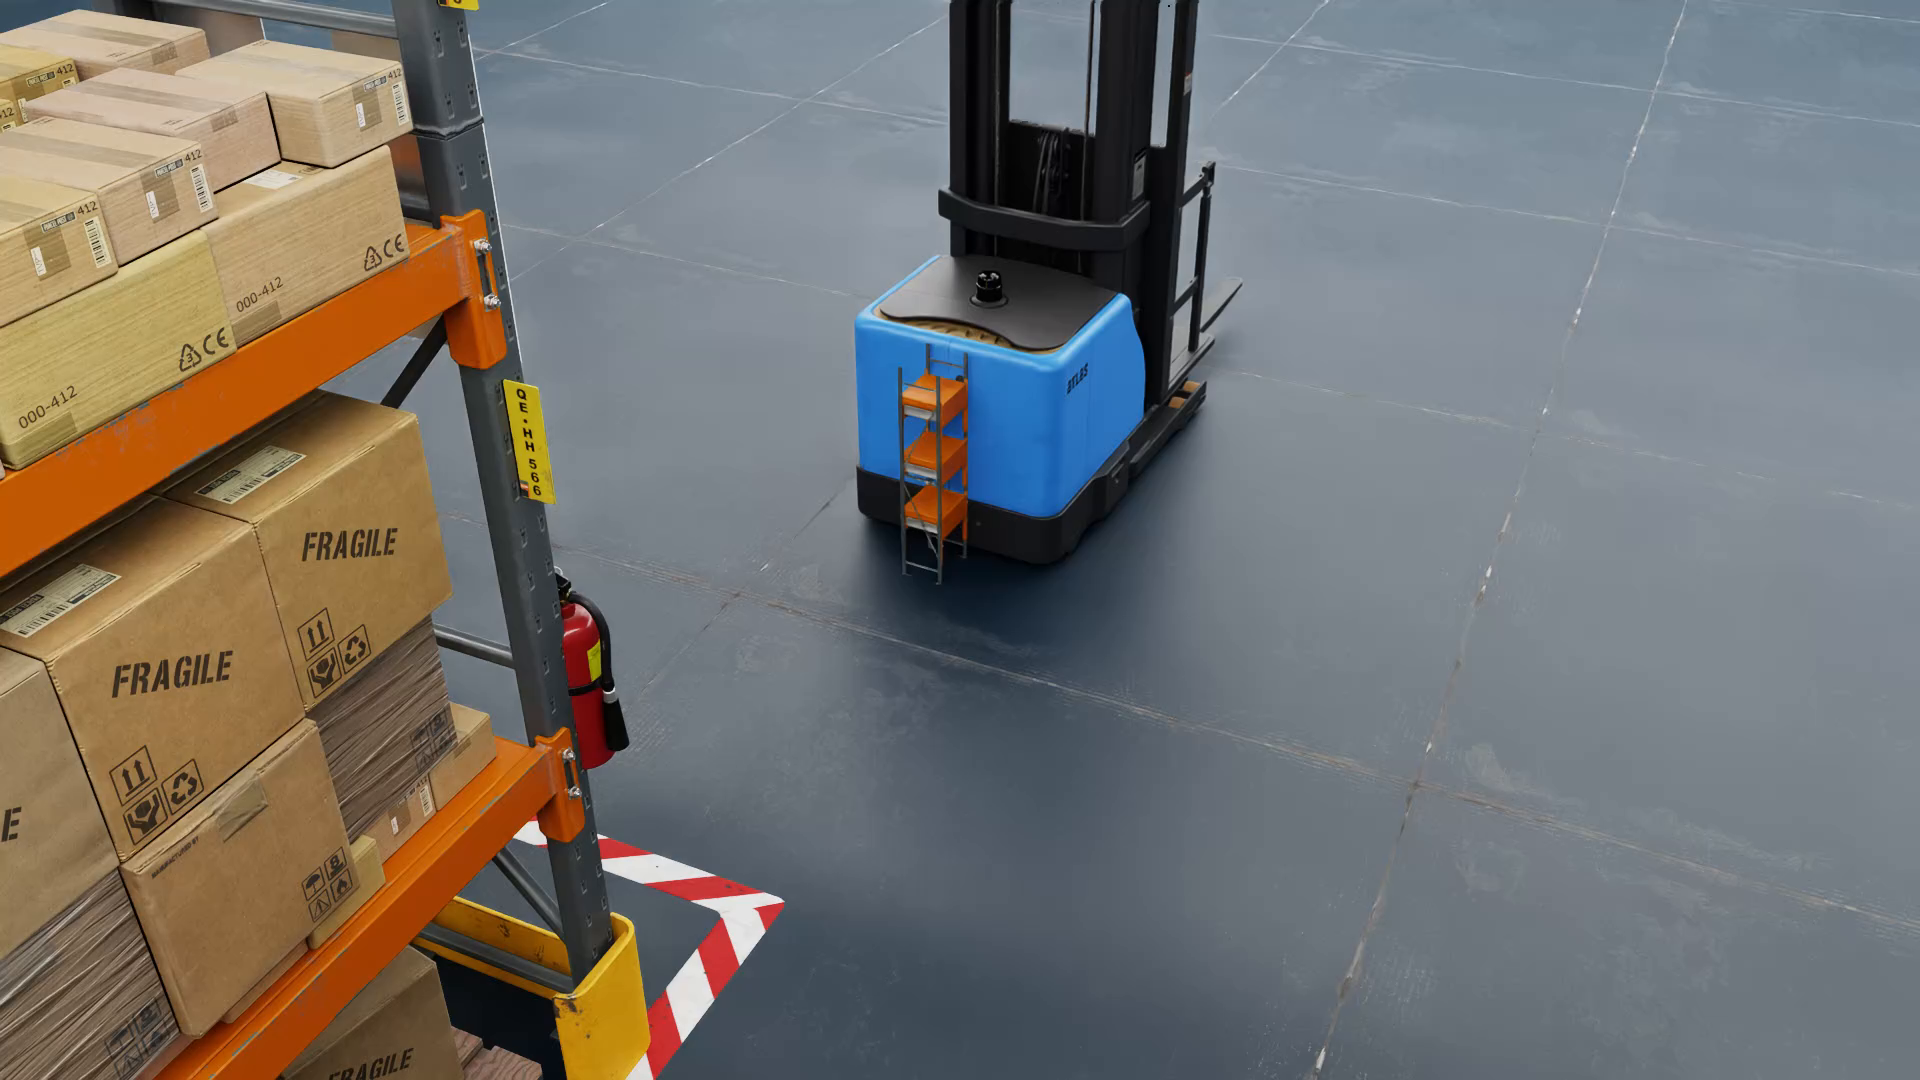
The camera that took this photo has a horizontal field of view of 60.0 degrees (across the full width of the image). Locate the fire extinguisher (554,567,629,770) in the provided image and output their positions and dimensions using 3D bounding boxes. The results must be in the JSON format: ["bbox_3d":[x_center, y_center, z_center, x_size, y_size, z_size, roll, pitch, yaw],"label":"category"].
[{"bbox_3d":[-1.070,0.326,4.588,0.296,0.674,0.183,14,36,20],"label":"fire extinguisher"}]

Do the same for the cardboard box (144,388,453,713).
[{"bbox_3d":[-1.543,-0.009,3.754,0.500,0.500,0.500,14,36,20],"label":"cardboard box"}]

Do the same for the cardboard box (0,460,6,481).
[{"bbox_3d":[-1.936,-0.146,2.638,0.500,0.250,0.500,15,36,22],"label":"cardboard box"}]

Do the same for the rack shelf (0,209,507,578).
[{"bbox_3d":[-2.374,0.287,2.497,1.077,0.370,4.000,14,36,20],"label":"rack shelf"}]

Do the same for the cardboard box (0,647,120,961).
[{"bbox_3d":[-1.958,0.490,2.993,0.500,0.500,0.500,14,36,20],"label":"cardboard box"}]

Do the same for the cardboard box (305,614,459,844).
[{"bbox_3d":[-1.792,0.346,4.124,0.875,0.500,0.500,14,36,20],"label":"cardboard box"}]

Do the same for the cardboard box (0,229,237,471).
[{"bbox_3d":[-1.714,-0.399,3.024,0.500,0.250,0.500,14,36,21],"label":"cardboard box"}]

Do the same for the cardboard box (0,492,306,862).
[{"bbox_3d":[-1.746,0.241,3.372,0.500,0.500,0.500,14,36,20],"label":"cardboard box"}]

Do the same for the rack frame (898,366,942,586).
[{"bbox_3d":[-0.170,-0.259,7.188,0.200,1.050,0.008,16,36,23],"label":"rack frame"}]

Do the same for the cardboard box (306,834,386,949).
[{"bbox_3d":[-1.632,0.800,4.024,0.380,0.149,0.250,14,36,20],"label":"cardboard box"}]

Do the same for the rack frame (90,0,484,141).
[{"bbox_3d":[-1.537,-2.264,2.996,1.000,3.000,0.127,14,36,20],"label":"rack frame"}]

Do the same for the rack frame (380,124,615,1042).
[{"bbox_3d":[-1.537,0.245,4.641,1.000,3.000,0.127,14,36,20],"label":"rack frame"}]

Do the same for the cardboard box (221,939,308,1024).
[{"bbox_3d":[-1.750,0.921,3.839,0.380,0.149,0.250,14,36,20],"label":"cardboard box"}]

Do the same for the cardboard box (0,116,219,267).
[{"bbox_3d":[-1.600,-0.640,3.027,0.380,0.149,0.250,13,35,18],"label":"cardboard box"}]

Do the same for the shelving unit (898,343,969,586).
[{"bbox_3d":[-0.114,-0.318,7.278,0.215,1.050,0.252,16,36,23],"label":"shelving unit"}]

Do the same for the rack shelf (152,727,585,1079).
[{"bbox_3d":[-2.374,1.542,3.319,1.077,0.370,4.000,14,36,20],"label":"rack shelf"}]

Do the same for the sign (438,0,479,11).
[{"bbox_3d":[-1.041,-1.242,3.366,0.100,0.325,0.005,14,36,20],"label":"sign"}]

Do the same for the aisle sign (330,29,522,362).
[{"bbox_3d":[-1.238,-0.804,3.870,0.394,0.787,0.004,14,36,20],"label":"aisle sign"}]

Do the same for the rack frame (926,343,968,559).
[{"bbox_3d":[-0.057,-0.378,7.369,0.200,1.050,0.008,16,36,23],"label":"rack frame"}]

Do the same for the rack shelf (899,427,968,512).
[{"bbox_3d":[-0.114,-0.310,7.284,0.215,0.259,0.240,16,36,23],"label":"rack shelf"}]

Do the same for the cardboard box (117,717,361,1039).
[{"bbox_3d":[-1.892,0.623,3.702,0.875,0.500,0.500,14,36,20],"label":"cardboard box"}]

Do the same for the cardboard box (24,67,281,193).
[{"bbox_3d":[-1.585,-0.801,3.274,0.380,0.149,0.250,13,35,19],"label":"cardboard box"}]

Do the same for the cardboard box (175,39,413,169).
[{"bbox_3d":[-1.370,-0.904,3.430,0.380,0.149,0.250,14,36,20],"label":"cardboard box"}]

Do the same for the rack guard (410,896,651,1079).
[{"bbox_3d":[-1.569,1.328,5.269,1.175,0.500,0.348,14,36,20],"label":"rack guard"}]

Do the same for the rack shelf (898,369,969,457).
[{"bbox_3d":[-0.114,-0.547,7.128,0.215,0.259,0.240,16,36,23],"label":"rack shelf"}]

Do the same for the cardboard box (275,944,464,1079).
[{"bbox_3d":[-1.813,1.422,4.743,0.500,0.500,0.500,21,39,29],"label":"cardboard box"}]

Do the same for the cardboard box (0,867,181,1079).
[{"bbox_3d":[-2.141,0.862,3.338,0.875,0.500,0.500,14,36,20],"label":"cardboard box"}]

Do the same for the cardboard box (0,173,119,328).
[{"bbox_3d":[-1.683,-0.509,2.828,0.380,0.149,0.250,14,36,21],"label":"cardboard box"}]

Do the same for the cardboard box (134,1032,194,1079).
[{"bbox_3d":[-1.892,1.036,3.664,0.380,0.149,0.250,14,36,20],"label":"cardboard box"}]

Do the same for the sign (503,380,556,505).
[{"bbox_3d":[-1.041,-0.234,4.027,0.100,0.325,0.005,14,36,20],"label":"sign"}]

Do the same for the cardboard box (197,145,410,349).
[{"bbox_3d":[-1.508,-0.648,3.405,0.500,0.250,0.500,15,36,22],"label":"cardboard box"}]

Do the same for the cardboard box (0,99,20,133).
[{"bbox_3d":[-2.052,-0.768,3.224,0.380,0.149,0.250,14,36,20],"label":"cardboard box"}]

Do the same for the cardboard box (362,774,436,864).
[{"bbox_3d":[-1.574,0.664,4.232,0.380,0.149,0.250,14,36,20],"label":"cardboard box"}]

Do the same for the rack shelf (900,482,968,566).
[{"bbox_3d":[-0.114,-0.077,7.436,0.215,0.259,0.240,16,36,23],"label":"rack shelf"}]

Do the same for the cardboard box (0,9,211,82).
[{"bbox_3d":[-1.862,-1.029,3.622,0.380,0.149,0.250,14,36,20],"label":"cardboard box"}]

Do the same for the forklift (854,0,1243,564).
[{"bbox_3d":[0.645,-1.905,7.983,1.130,2.935,3.031,16,36,23],"label":"forklift"}]

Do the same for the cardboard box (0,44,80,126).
[{"bbox_3d":[-2.058,-0.923,3.459,0.380,0.149,0.250,15,36,22],"label":"cardboard box"}]

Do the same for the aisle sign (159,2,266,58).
[{"bbox_3d":[-1.783,-0.942,4.080,0.394,0.787,0.004,14,36,20],"label":"aisle sign"}]

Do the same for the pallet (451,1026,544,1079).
[{"bbox_3d":[-1.941,1.845,4.743,1.003,0.211,1.213,14,36,20],"label":"pallet"}]

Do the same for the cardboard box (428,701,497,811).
[{"bbox_3d":[-1.469,0.539,4.421,0.380,0.149,0.250,14,36,20],"label":"cardboard box"}]
